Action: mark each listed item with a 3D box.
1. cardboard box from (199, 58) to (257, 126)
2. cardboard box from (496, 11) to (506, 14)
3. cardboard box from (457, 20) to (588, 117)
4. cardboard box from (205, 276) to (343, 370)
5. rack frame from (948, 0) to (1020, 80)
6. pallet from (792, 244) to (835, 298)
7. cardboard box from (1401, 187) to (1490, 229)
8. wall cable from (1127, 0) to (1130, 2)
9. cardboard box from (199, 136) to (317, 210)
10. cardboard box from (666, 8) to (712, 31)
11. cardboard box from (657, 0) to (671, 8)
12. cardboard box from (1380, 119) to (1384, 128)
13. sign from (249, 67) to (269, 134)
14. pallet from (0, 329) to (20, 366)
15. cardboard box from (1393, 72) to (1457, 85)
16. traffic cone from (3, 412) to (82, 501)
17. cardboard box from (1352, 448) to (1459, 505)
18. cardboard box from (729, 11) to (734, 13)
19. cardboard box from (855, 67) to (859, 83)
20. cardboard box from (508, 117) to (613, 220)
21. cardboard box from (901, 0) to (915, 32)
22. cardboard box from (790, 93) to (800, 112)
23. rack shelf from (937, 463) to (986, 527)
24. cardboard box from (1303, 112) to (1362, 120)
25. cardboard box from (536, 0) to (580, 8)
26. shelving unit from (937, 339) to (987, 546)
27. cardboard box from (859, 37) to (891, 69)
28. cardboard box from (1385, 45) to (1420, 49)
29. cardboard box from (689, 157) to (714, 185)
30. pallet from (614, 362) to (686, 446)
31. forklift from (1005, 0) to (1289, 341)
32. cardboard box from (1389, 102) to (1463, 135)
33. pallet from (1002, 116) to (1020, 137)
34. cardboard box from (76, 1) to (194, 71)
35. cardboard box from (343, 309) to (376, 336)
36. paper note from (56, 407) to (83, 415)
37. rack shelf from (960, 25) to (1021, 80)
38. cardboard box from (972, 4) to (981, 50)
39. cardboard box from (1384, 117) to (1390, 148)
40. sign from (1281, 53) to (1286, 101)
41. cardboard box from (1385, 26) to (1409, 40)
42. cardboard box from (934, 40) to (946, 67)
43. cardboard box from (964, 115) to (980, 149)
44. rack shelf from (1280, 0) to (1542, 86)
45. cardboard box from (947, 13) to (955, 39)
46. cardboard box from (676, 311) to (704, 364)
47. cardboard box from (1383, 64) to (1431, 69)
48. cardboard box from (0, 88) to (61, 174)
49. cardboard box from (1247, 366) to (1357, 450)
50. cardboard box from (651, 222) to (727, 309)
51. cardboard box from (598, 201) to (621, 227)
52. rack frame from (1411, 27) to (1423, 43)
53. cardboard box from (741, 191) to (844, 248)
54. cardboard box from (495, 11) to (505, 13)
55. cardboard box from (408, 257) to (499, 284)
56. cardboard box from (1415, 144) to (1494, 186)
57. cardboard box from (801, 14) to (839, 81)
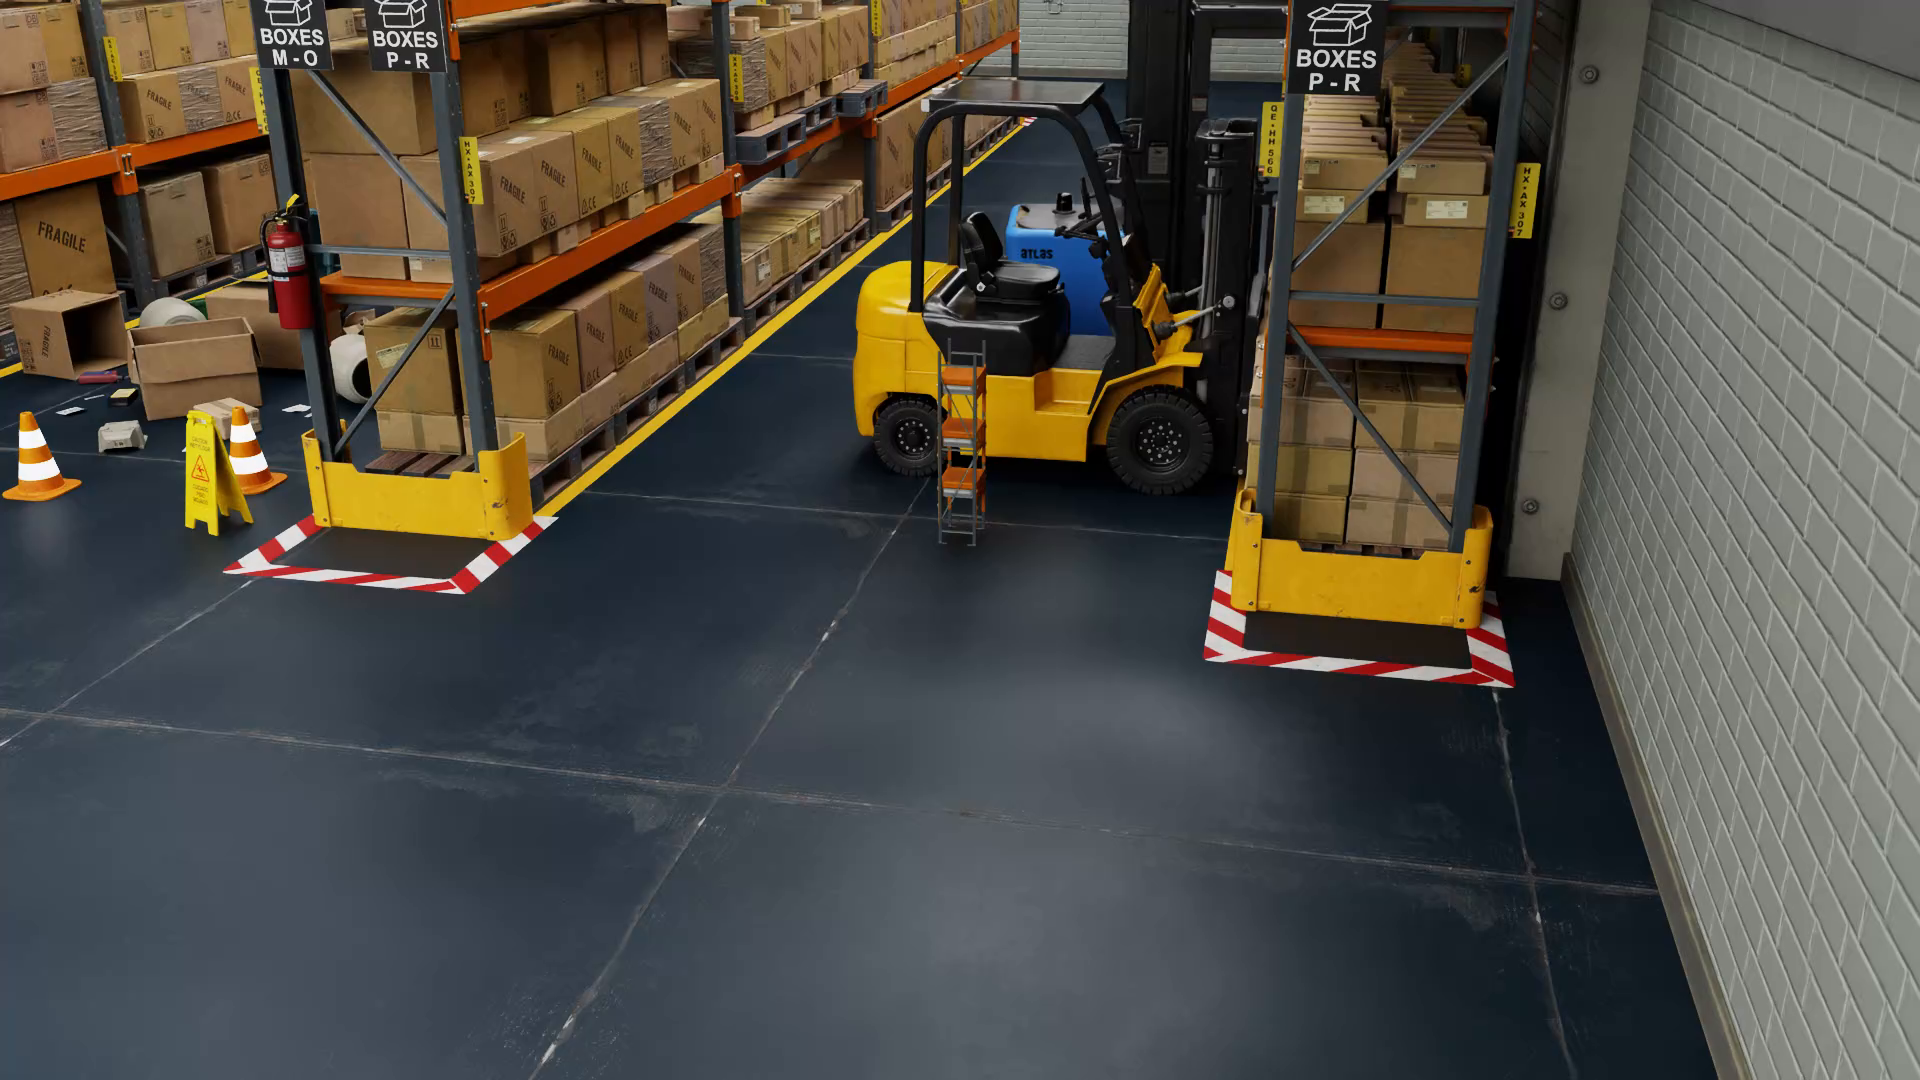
[{"bbox_3d":[-6.418,-3.851,14.265,0.500,0.500,0.500,4,22,11],"label":"cardboard box"},{"bbox_3d":[-5.408,-5.959,19.011,0.380,0.149,0.250,4,22,9],"label":"cardboard box"},{"bbox_3d":[-2.703,-2.864,10.079,0.700,0.500,0.500,4,22,11],"label":"cardboard box"},{"bbox_3d":[-4.882,-1.545,11.834,0.797,0.637,0.503,4,22,11],"label":"cardboard box"},{"bbox_3d":[0.320,-7.313,22.997,1.000,3.000,0.127,4,22,11],"label":"rack frame"},{"bbox_3d":[-1.725,-2.364,14.440,1.003,0.211,1.213,4,22,11],"label":"pallet"},{"bbox_3d":[2.238,-1.536,7.651,0.380,0.149,0.250,4,22,10],"label":"cardboard box"},{"bbox_3d":[2.838,-9.745,27.674,0.588,1.984,0.122,4,22,11],"label":"wall cable"},{"bbox_3d":[-6.567,-3.343,15.589,1.050,0.750,0.750,5,22,12],"label":"cardboard box"},{"bbox_3d":[-2.128,-4.044,12.917,0.380,0.149,0.250,4,22,9],"label":"cardboard box"},{"bbox_3d":[-4.387,-7.654,23.311,0.500,0.500,0.500,5,22,12],"label":"cardboard box"},{"bbox_3d":[2.904,-2.409,10.686,0.500,0.500,0.500,4,22,11],"label":"cardboard box"},{"bbox_3d":[-3.484,-2.195,8.316,0.100,0.325,0.005,4,22,11],"label":"sign"},{"bbox_3d":[-7.474,-1.252,11.679,1.003,0.211,1.213,4,22,11],"label":"pallet"},{"bbox_3d":[2.962,-2.893,10.621,0.380,0.149,0.250,5,22,11],"label":"cardboard box"},{"bbox_3d":[-5.276,-0.501,9.478,0.336,0.463,0.334,4,22,11],"label":"traffic cone"},{"bbox_3d":[2.214,-0.392,8.261,0.500,0.250,0.500,5,22,12],"label":"cardboard box"},{"bbox_3d":[-1.731,-4.429,14.740,0.500,0.500,0.500,6,23,14],"label":"cardboard box"},{"bbox_3d":[-1.133,-4.224,15.102,0.380,0.149,0.250,5,22,12],"label":"cardboard box"},{"bbox_3d":[-2.372,-2.174,9.705,0.500,0.500,0.500,4,22,10],"label":"cardboard box"},{"bbox_3d":[-0.760,-5.430,16.848,0.500,0.500,0.500,5,22,12],"label":"cardboard box"},{"bbox_3d":[-1.519,-3.562,13.457,0.380,0.149,0.250,5,22,11],"label":"cardboard box"},{"bbox_3d":[0.011,-0.239,8.814,0.215,0.259,0.240,4,22,11],"label":"rack shelf"},{"bbox_3d":[1.944,-2.191,8.879,0.380,0.149,0.250,5,22,12],"label":"cardboard box"},{"bbox_3d":[-5.015,-6.537,20.538,0.500,0.500,0.500,4,22,10],"label":"cardboard box"},{"bbox_3d":[0.011,-0.507,8.706,0.215,1.050,0.252,4,22,11],"label":"shelving unit"},{"bbox_3d":[-0.968,-4.716,16.081,0.500,0.250,0.500,4,22,11],"label":"cardboard box"},{"bbox_3d":[3.622,-4.029,13.840,0.380,0.149,0.250,4,22,11],"label":"cardboard box"},{"bbox_3d":[-1.940,-2.576,11.570,0.380,0.149,0.250,5,22,12],"label":"cardboard box"},{"bbox_3d":[-2.478,-0.935,10.893,1.003,0.211,1.213,4,22,11],"label":"pallet"},{"bbox_3d":[1.838,-2.582,11.341,3.031,2.935,1.130,2,22,4],"label":"forklift"},{"bbox_3d":[2.587,-2.337,9.241,0.380,0.149,0.250,5,22,12],"label":"cardboard box"},{"bbox_3d":[0.233,-5.721,22.777,1.003,0.211,1.213,4,22,11],"label":"pallet"},{"bbox_3d":[-6.797,-4.145,13.659,0.700,0.500,0.500,4,22,10],"label":"cardboard box"},{"bbox_3d":[-4.396,-1.522,12.277,0.258,0.266,0.396,-11,25,-26],"label":"cardboard box"},{"bbox_3d":[-5.838,-0.853,10.933,0.144,0.017,0.142,13,25,29],"label":"paper note"},{"bbox_3d":[-0.088,-6.248,21.315,1.077,0.370,4.000,4,22,11],"label":"rack shelf"},{"bbox_3d":[-0.038,-6.232,20.179,0.500,0.500,0.500,5,22,11],"label":"cardboard box"},{"bbox_3d":[2.681,-2.386,9.760,0.380,0.149,0.250,5,23,13],"label":"cardboard box"},{"bbox_3d":[2.198,-3.086,11.056,0.100,0.325,0.005,4,22,11],"label":"sign"},{"bbox_3d":[3.805,-4.428,15.137,0.500,0.500,0.500,6,23,13],"label":"cardboard box"},{"bbox_3d":[-0.446,-5.411,18.475,0.500,0.250,0.500,4,22,10],"label":"cardboard box"},{"bbox_3d":[-0.263,-5.078,20.315,0.875,0.438,0.875,4,22,10],"label":"cardboard box"},{"bbox_3d":[2.323,-2.874,8.922,1.077,0.370,4.000,4,22,11],"label":"rack shelf"},{"bbox_3d":[-0.348,-5.833,18.853,0.500,0.250,0.500,4,22,11],"label":"cardboard box"},{"bbox_3d":[-2.085,-1.412,11.462,0.500,0.250,0.500,4,22,9],"label":"cardboard box"},{"bbox_3d":[3.325,-3.469,12.450,0.380,0.149,0.250,4,22,11],"label":"cardboard box"},{"bbox_3d":[-7.149,-2.996,12.076,0.875,0.550,0.550,4,22,11],"label":"cardboard box"},{"bbox_3d":[1.703,-0.660,8.257,0.500,0.250,0.500,5,23,13],"label":"cardboard box"},{"bbox_3d":[-1.987,-1.955,11.807,0.500,0.500,0.500,4,22,10],"label":"cardboard box"},{"bbox_3d":[-2.307,-2.020,10.190,0.380,0.149,0.250,4,22,9],"label":"cardboard box"},{"bbox_3d":[3.547,-4.010,14.796,1.000,3.000,0.127,4,22,11],"label":"rack frame"},{"bbox_3d":[-1.580,-2.887,14.962,0.950,0.372,0.625,4,22,10],"label":"cardboard box"},{"bbox_3d":[-5.416,-6.095,18.949,0.380,0.149,0.250,4,22,11],"label":"cardboard box"},{"bbox_3d":[-2.673,-1.454,8.784,0.380,0.149,0.250,5,22,11],"label":"cardboard box"},{"bbox_3d":[2.308,-1.769,7.830,0.380,0.149,0.250,5,23,13],"label":"cardboard box"},{"bbox_3d":[-1.330,-4.205,14.184,0.500,0.500,0.500,3,22,7],"label":"cardboard box"}]
